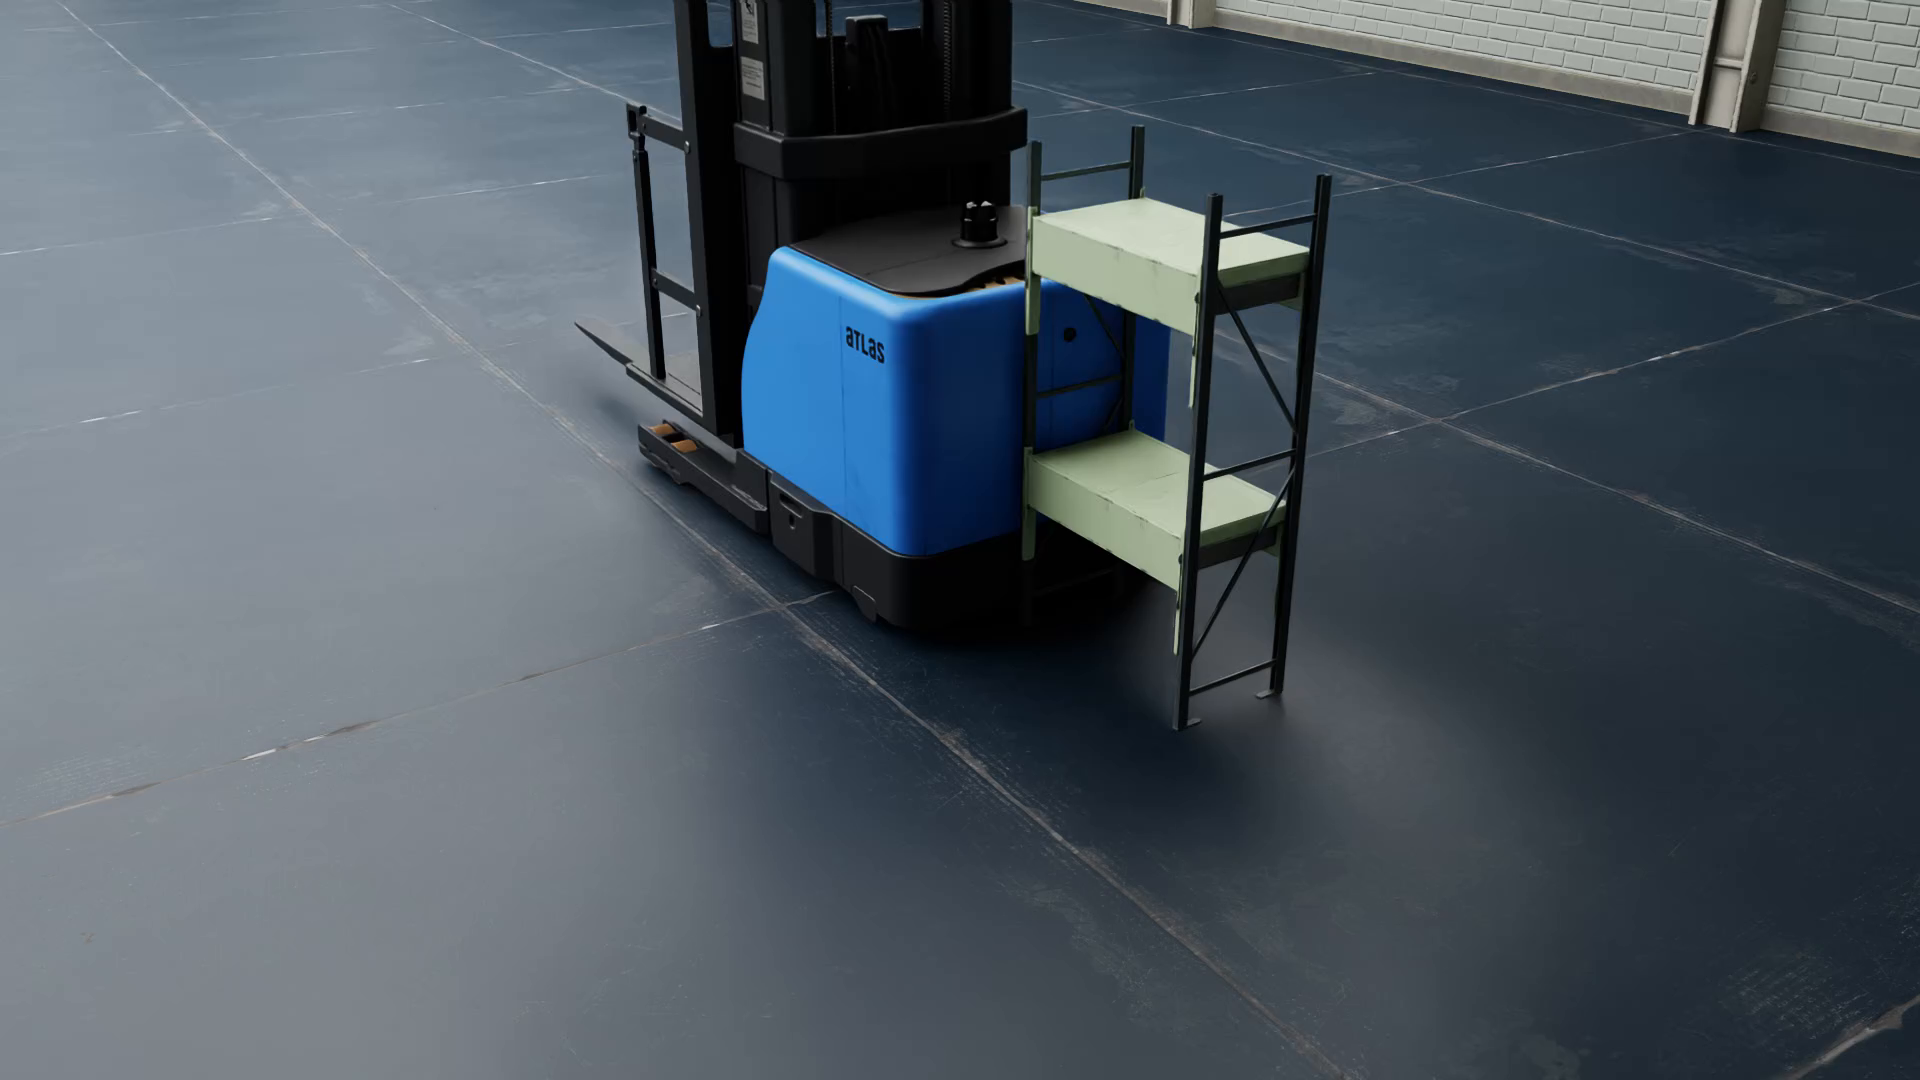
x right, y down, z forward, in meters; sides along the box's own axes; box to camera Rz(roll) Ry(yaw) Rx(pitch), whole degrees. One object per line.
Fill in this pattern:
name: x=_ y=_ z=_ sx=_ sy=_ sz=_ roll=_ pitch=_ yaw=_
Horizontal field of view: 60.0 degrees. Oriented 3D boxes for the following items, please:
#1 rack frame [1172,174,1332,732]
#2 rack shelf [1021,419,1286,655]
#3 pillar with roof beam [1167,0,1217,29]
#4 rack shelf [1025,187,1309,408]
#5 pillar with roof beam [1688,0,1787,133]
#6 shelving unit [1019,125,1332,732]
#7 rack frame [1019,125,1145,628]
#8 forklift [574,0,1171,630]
rack frame: x=0.764 y=-0.195 z=4.407 sx=0.400 sy=1.500 sz=0.023 roll=-16 pitch=30 yaw=-30
rack shelf: x=0.559 y=-0.030 z=4.820 sx=0.431 sy=0.370 sz=0.720 roll=-16 pitch=30 yaw=-30
pillar with roof beam: x=-1.286 y=-8.245 z=12.675 sx=9.100 sy=9.000 sz=0.400 roll=-16 pitch=29 yaw=-30
rack shelf: x=0.559 y=-0.678 z=4.515 sx=0.431 sy=0.370 sz=0.720 roll=-16 pitch=30 yaw=-30
pillar with roof beam: x=1.990 y=-6.099 z=8.129 sx=9.100 sy=9.000 sz=0.400 roll=-16 pitch=29 yaw=-30
shelving unit: x=0.559 y=-0.325 z=4.681 sx=0.431 sy=1.500 sz=0.755 roll=-16 pitch=30 yaw=-30
rack frame: x=0.355 y=-0.454 z=4.956 sx=0.400 sy=1.500 sz=0.023 roll=-16 pitch=30 yaw=-30
forklift: x=-0.565 y=-1.633 z=5.776 sx=1.130 sy=2.935 sz=3.031 roll=-16 pitch=30 yaw=-30
